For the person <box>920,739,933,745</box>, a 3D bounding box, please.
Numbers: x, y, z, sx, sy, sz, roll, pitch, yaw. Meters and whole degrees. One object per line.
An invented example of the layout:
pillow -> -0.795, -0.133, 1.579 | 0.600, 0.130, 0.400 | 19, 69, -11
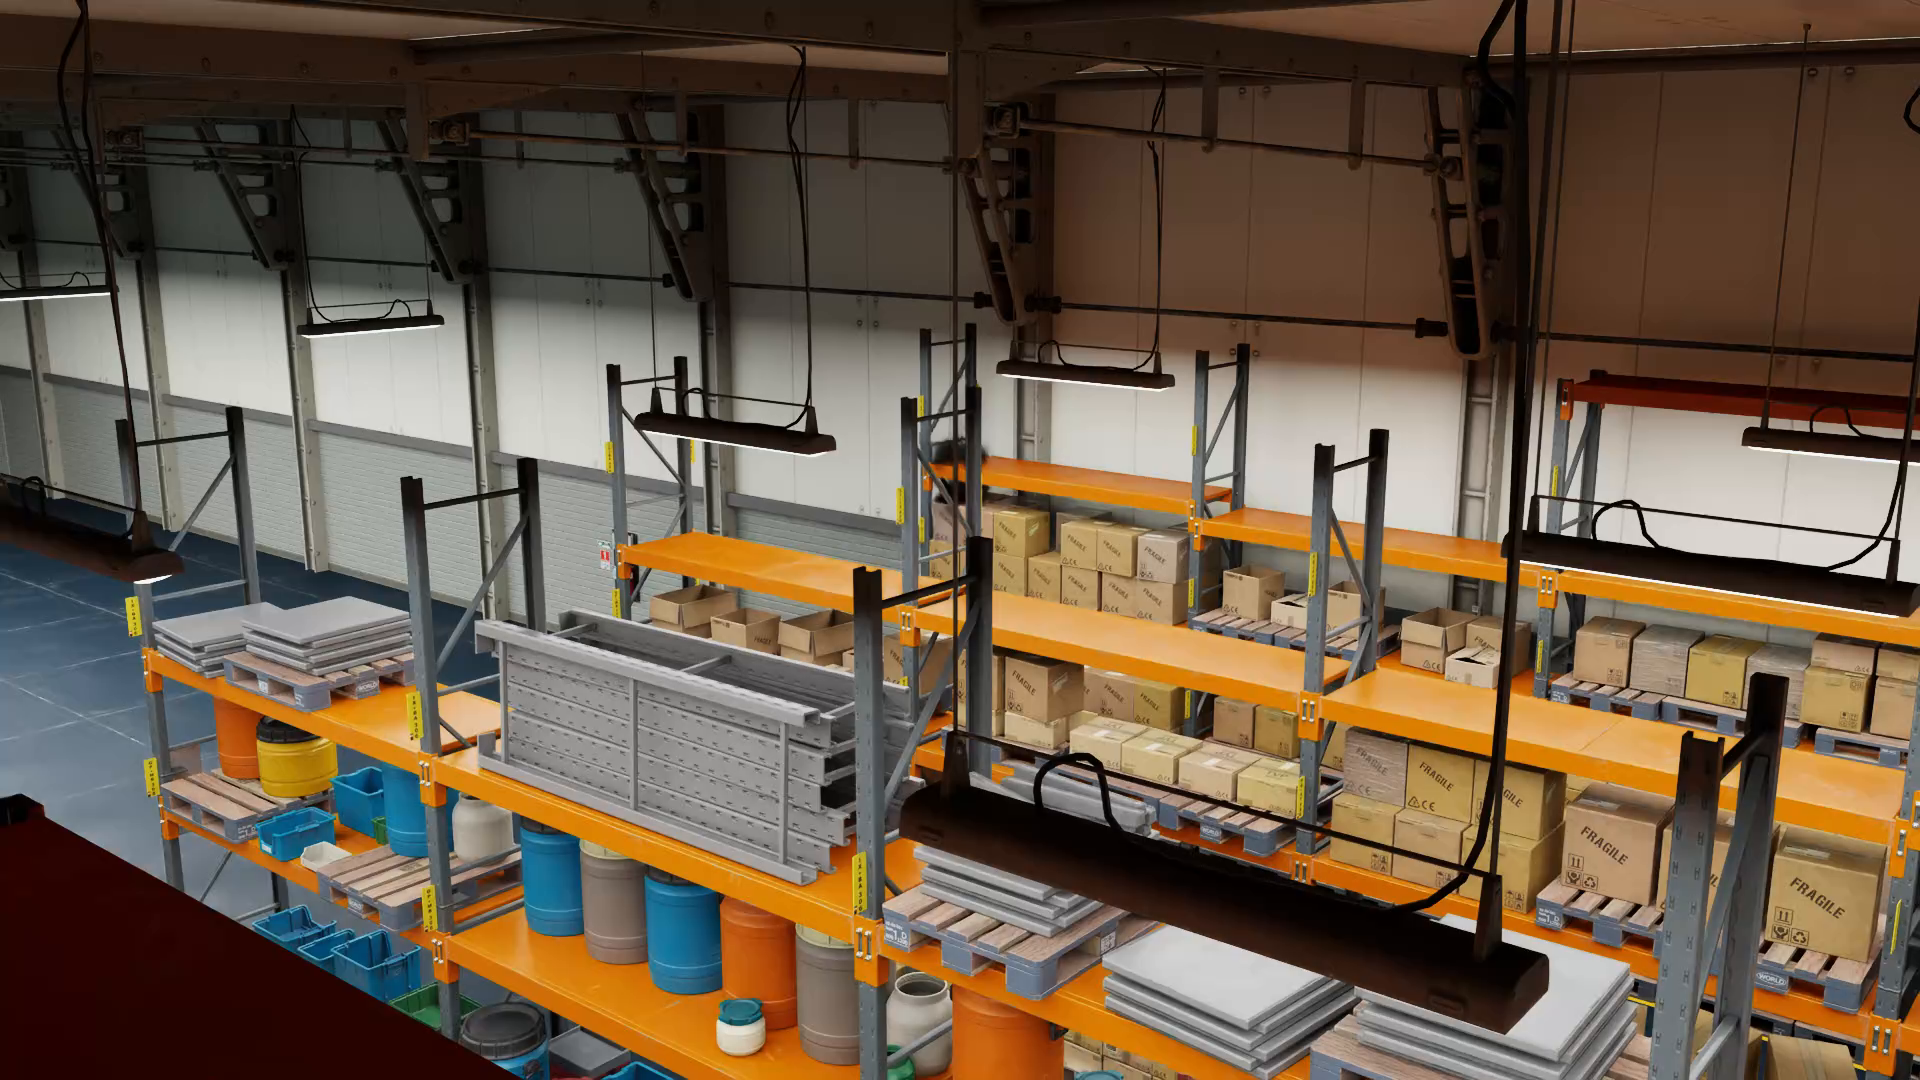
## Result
person -> -0.411, 2.888, 18.610 | 0.552, 1.610, 0.623 | 10, 16, 38
